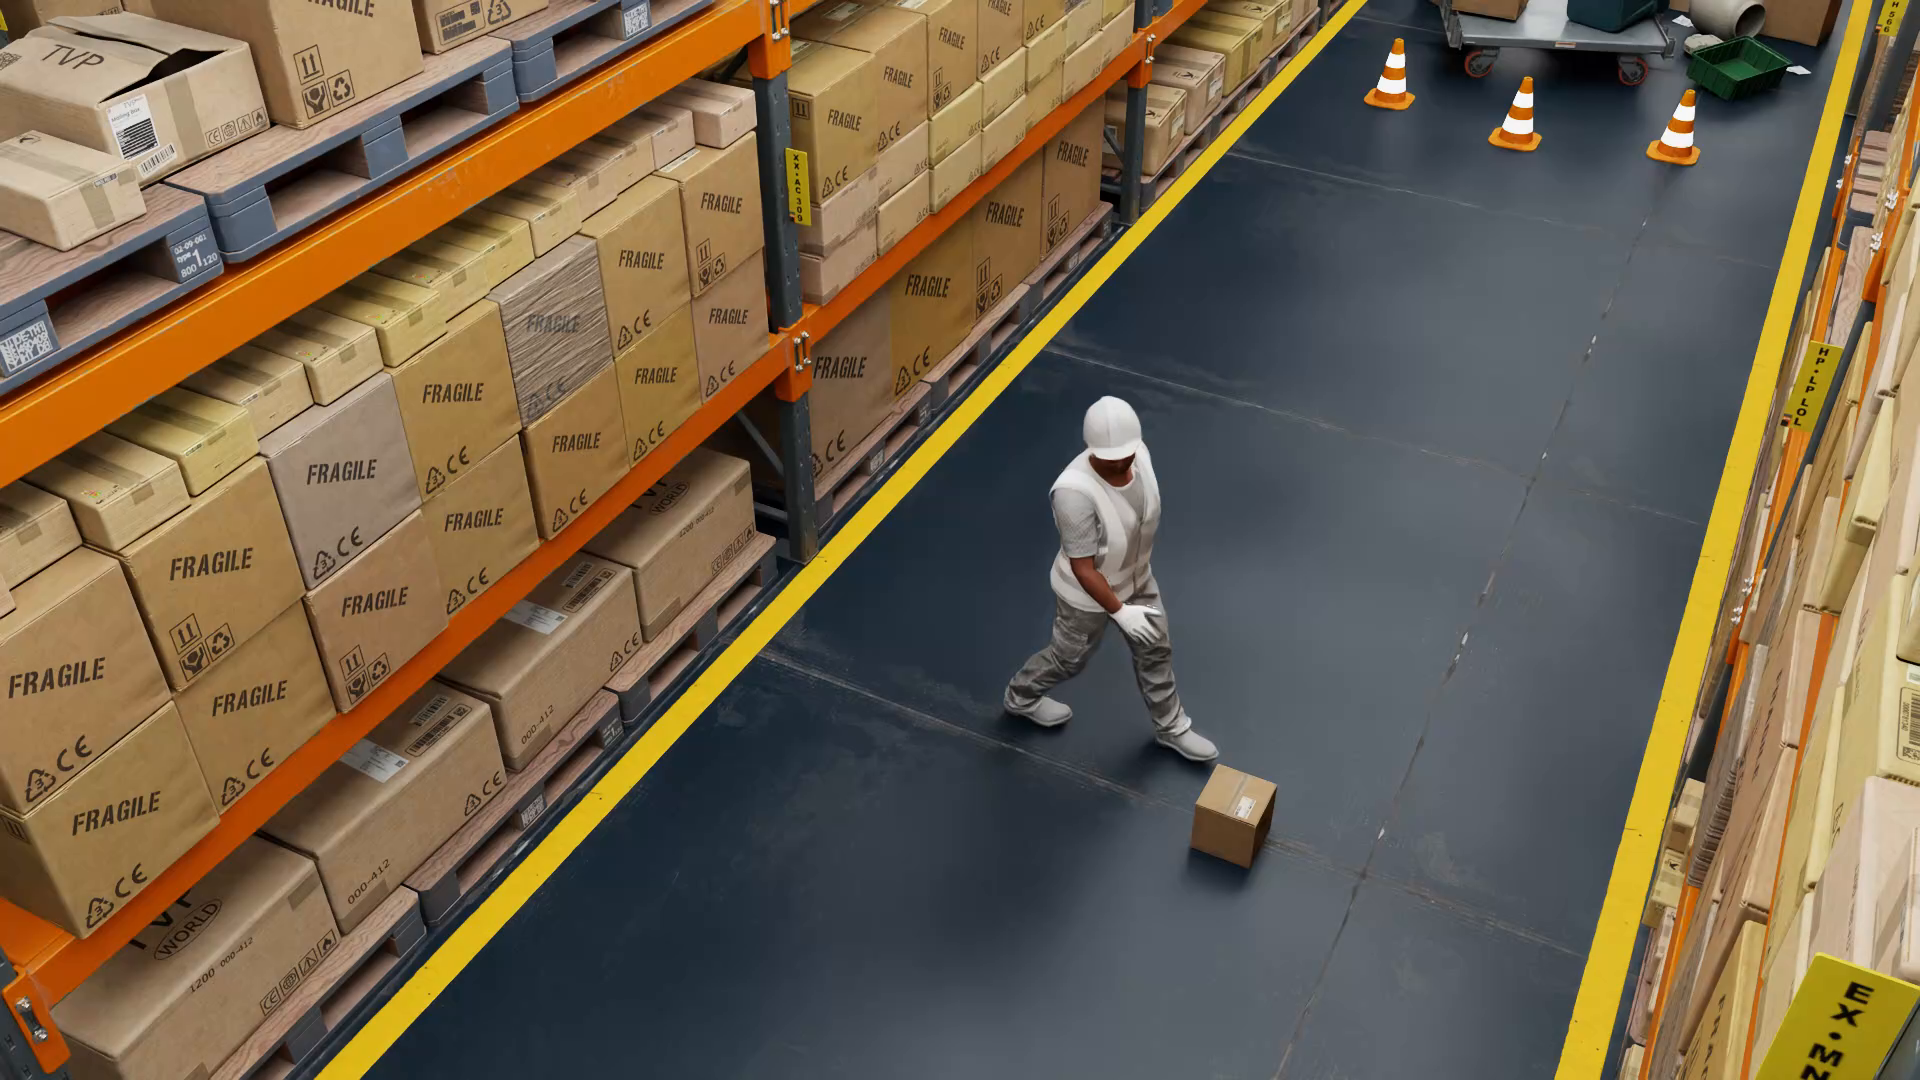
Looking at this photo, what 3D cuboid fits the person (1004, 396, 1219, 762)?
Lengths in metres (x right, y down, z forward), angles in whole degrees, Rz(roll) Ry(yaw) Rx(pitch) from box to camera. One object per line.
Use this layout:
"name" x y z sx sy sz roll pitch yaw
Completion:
"person" 0.603 0.180 6.520 0.910 1.747 0.564 26 45 30
